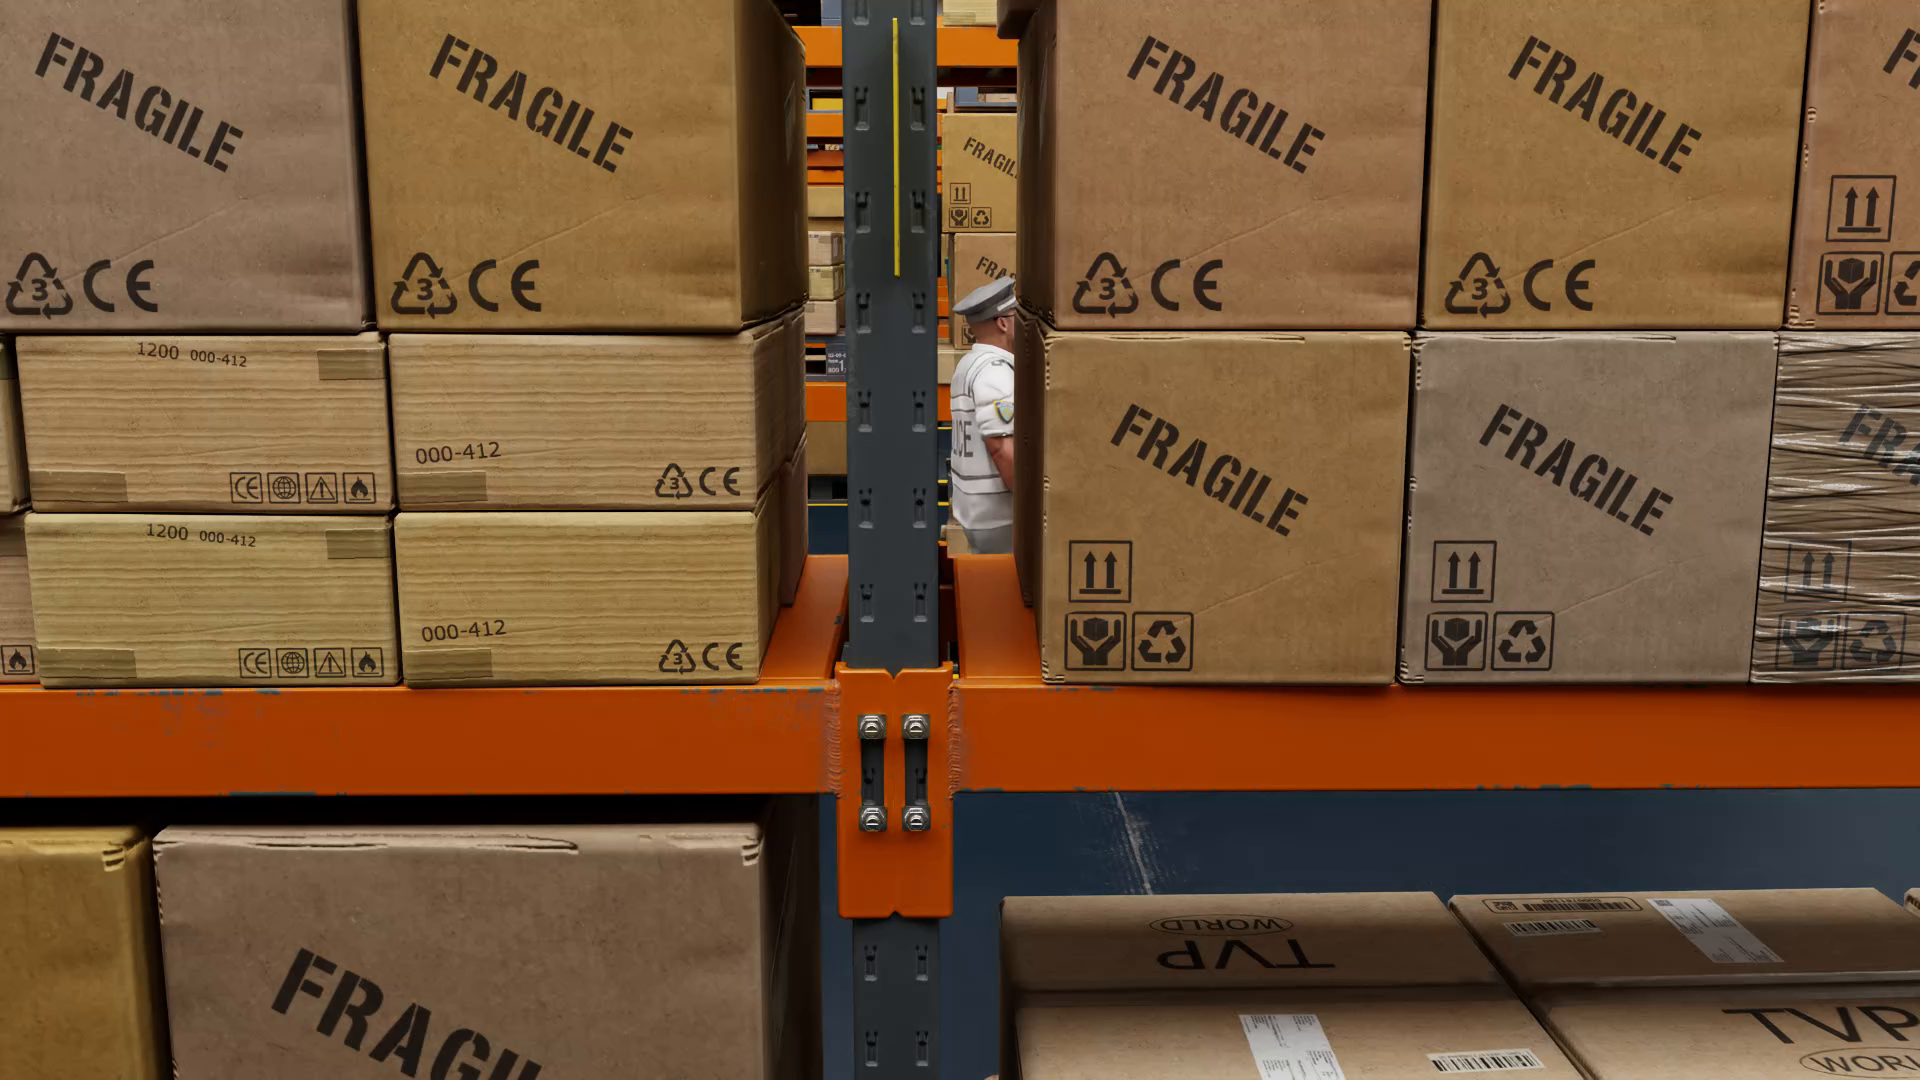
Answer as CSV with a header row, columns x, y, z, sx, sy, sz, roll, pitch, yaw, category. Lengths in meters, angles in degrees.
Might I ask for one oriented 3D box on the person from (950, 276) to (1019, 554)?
x,y,z,sx,sy,sz,roll,pitch,yaw,category
0.259,-0.099,6.308,0.575,1.781,0.640,-3,11,-14,person
